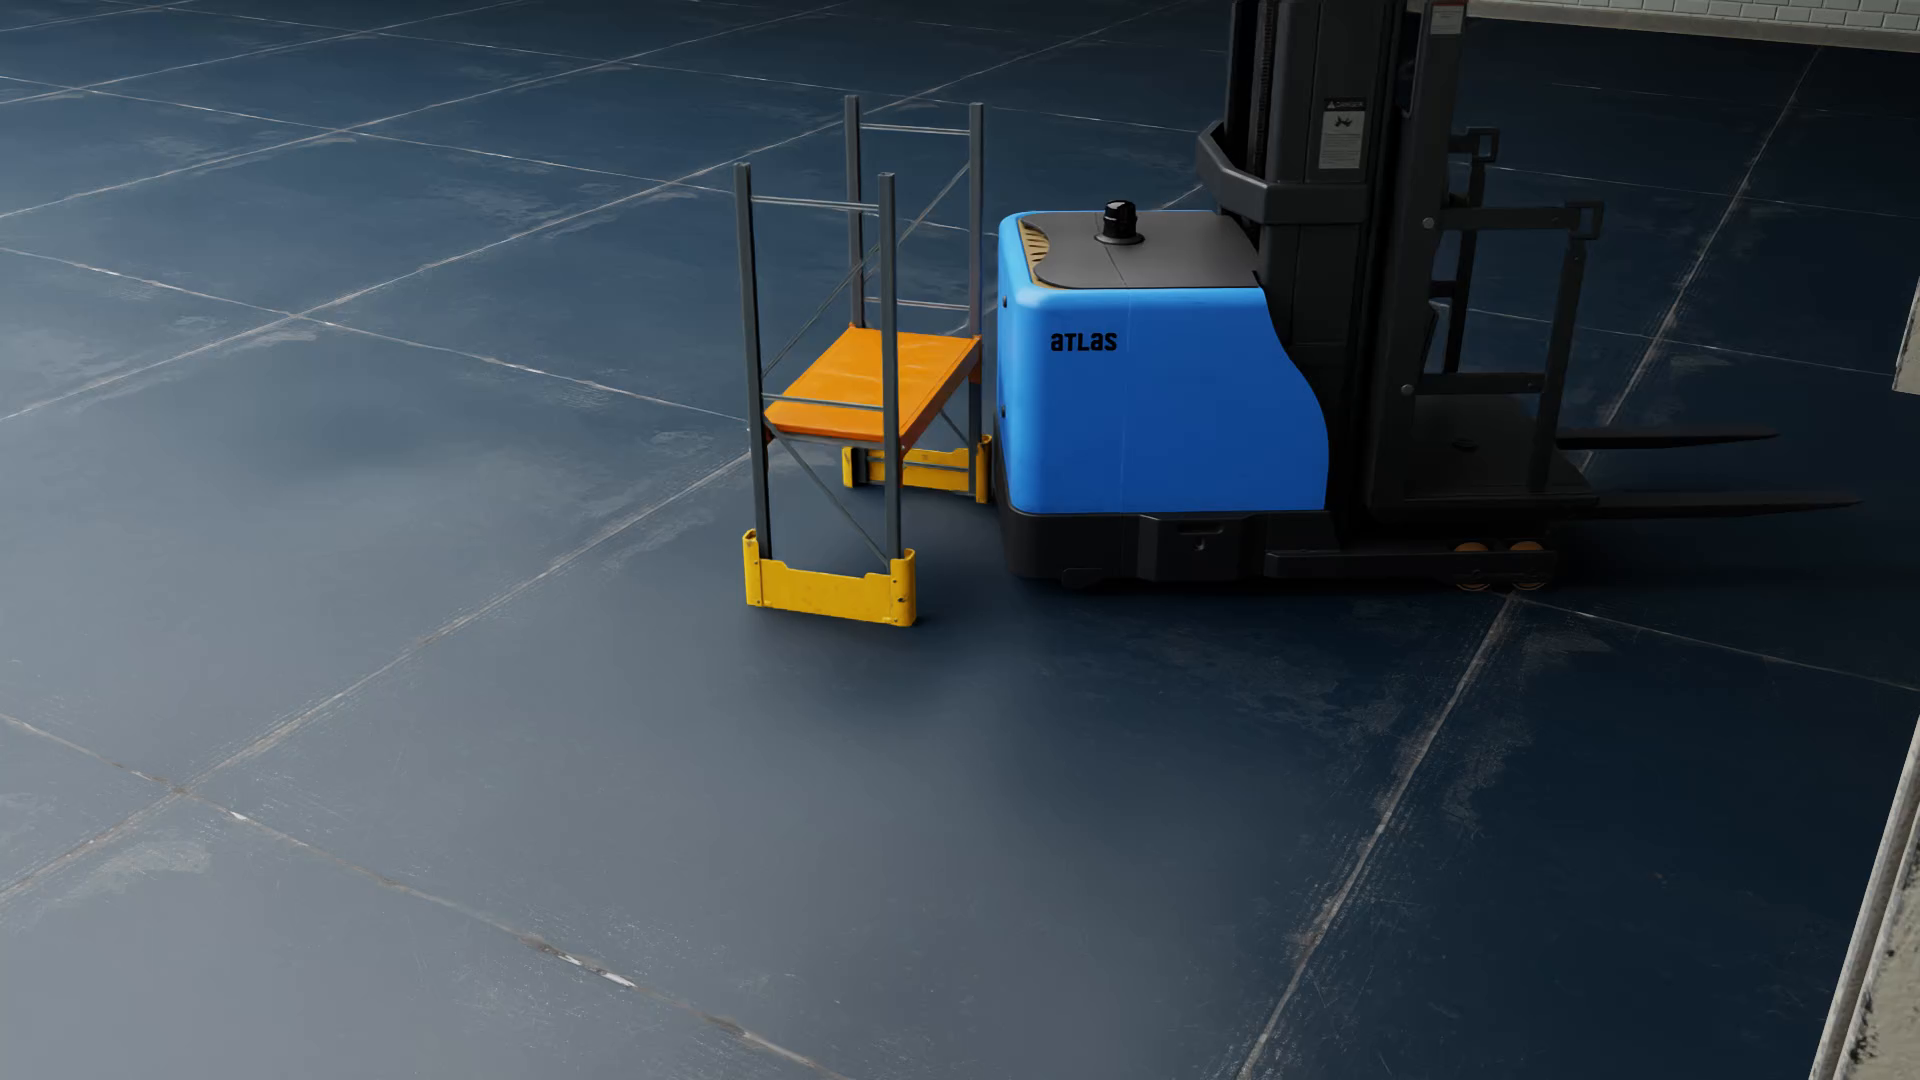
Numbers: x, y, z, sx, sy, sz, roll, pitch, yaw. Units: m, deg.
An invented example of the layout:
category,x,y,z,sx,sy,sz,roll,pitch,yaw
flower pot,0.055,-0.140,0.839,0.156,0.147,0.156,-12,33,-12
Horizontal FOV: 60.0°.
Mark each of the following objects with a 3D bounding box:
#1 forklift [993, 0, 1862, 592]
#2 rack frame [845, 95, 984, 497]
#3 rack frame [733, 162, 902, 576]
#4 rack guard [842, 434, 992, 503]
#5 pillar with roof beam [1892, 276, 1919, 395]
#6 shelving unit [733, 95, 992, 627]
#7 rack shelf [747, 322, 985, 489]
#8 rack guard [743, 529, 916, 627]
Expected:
category,x,y,z,sx,sy,sz,roll,pitch,yaw
forklift,1.659,-1.370,5.553,3.031,2.935,1.130,-1,27,-2
rack frame,-0.163,-0.870,6.153,0.500,1.500,0.032,7,27,14
rack frame,-0.437,-0.432,5.277,0.500,1.500,0.032,7,27,14
rack guard,-0.168,-0.303,6.416,0.587,0.250,0.087,7,27,14
pillar with roof beam,0.645,-5.684,7.393,9.100,9.000,0.400,14,30,26
shelving unit,-0.302,-0.647,5.707,0.587,1.500,1.083,7,27,14
rack shelf,-0.300,-0.490,5.796,0.538,0.185,1.000,7,27,14
rack guard,-0.436,0.126,5.558,0.587,0.250,0.087,7,27,14
